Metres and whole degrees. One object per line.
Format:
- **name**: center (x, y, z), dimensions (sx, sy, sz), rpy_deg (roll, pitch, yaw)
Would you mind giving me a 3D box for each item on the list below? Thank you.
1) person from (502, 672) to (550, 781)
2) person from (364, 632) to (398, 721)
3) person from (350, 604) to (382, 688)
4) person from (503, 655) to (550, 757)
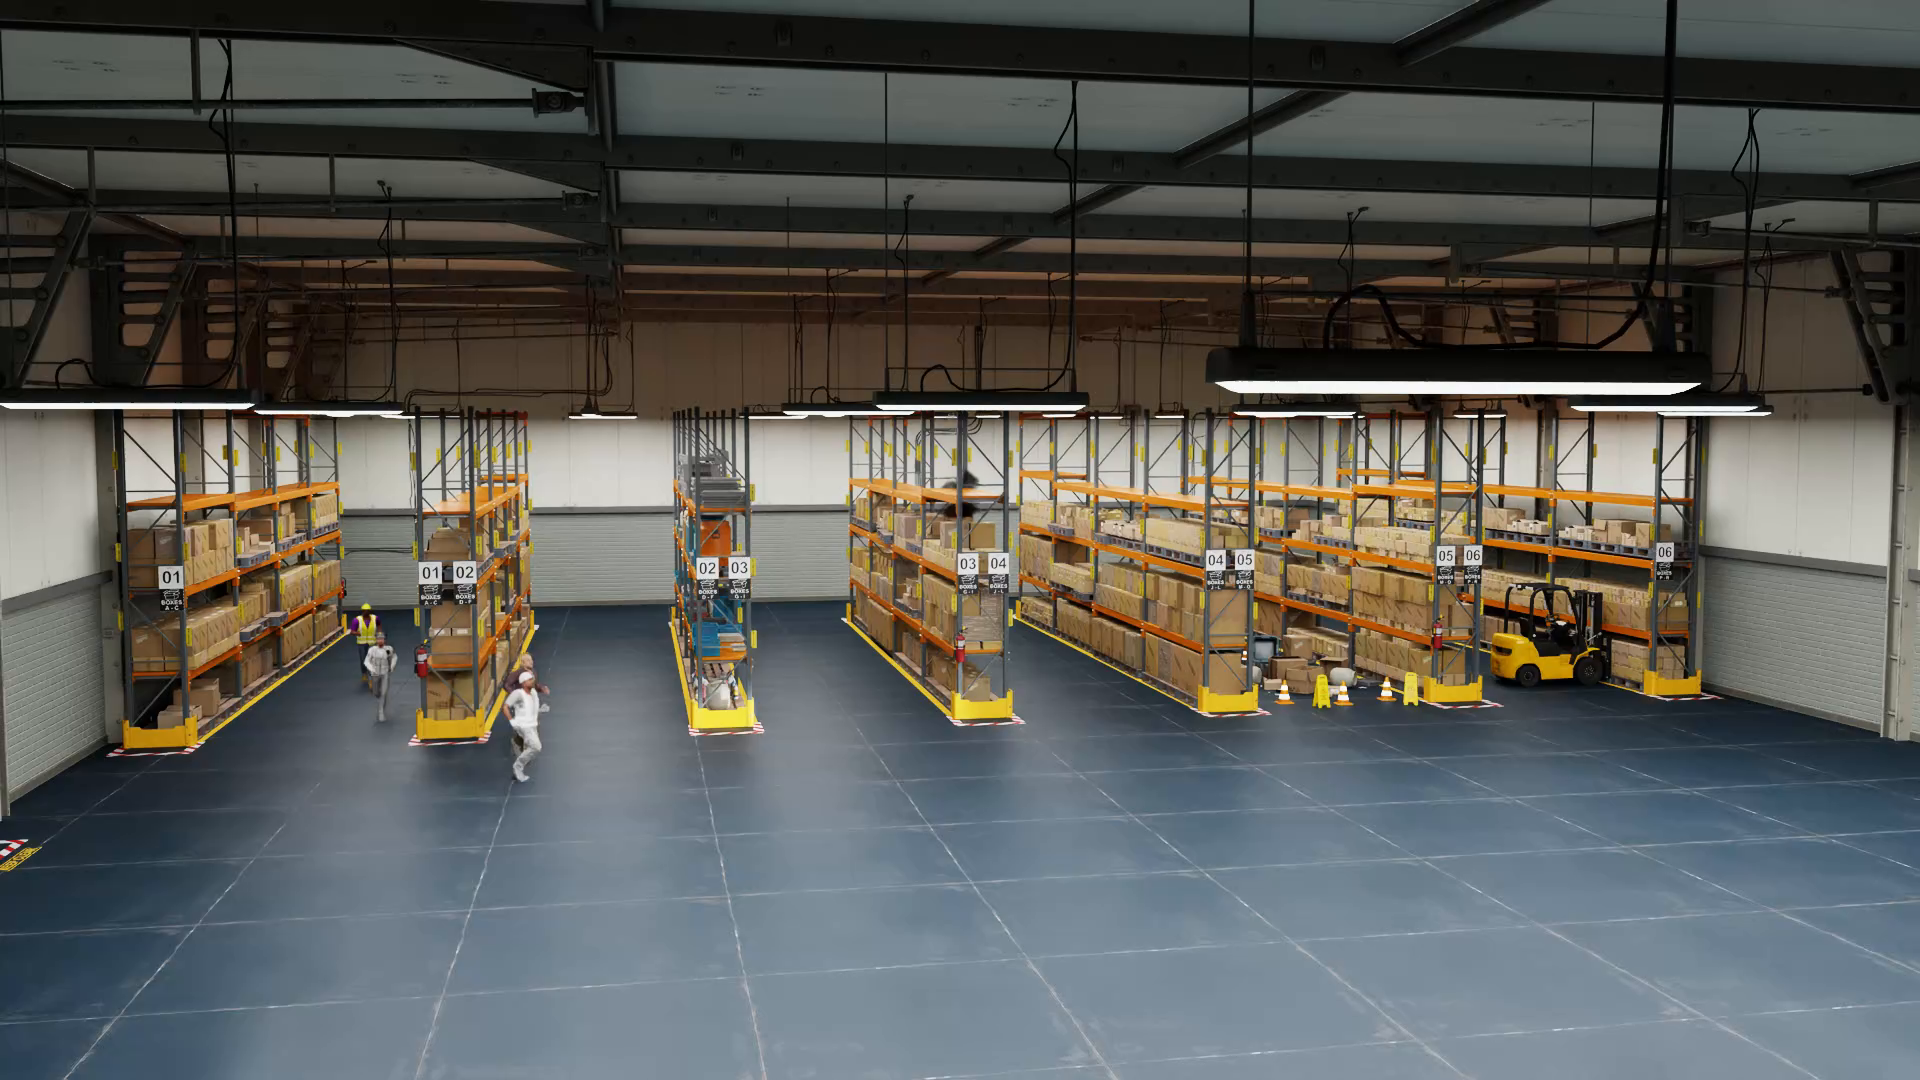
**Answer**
- **person**: center (-6.857, 2.967, 26.413), dimensions (0.636, 1.736, 0.678), rpy_deg (1, 4, 13)
- **person**: center (-11.232, 2.615, 32.250), dimensions (0.590, 1.695, 1.038), rpy_deg (-1, 4, -11)
- **person**: center (-12.888, 2.265, 36.104), dimensions (0.640, 1.796, 0.890), rpy_deg (-1, 4, -19)
- **person**: center (-7.348, 2.824, 28.385), dimensions (0.677, 1.748, 0.685), rpy_deg (1, 4, 20)
